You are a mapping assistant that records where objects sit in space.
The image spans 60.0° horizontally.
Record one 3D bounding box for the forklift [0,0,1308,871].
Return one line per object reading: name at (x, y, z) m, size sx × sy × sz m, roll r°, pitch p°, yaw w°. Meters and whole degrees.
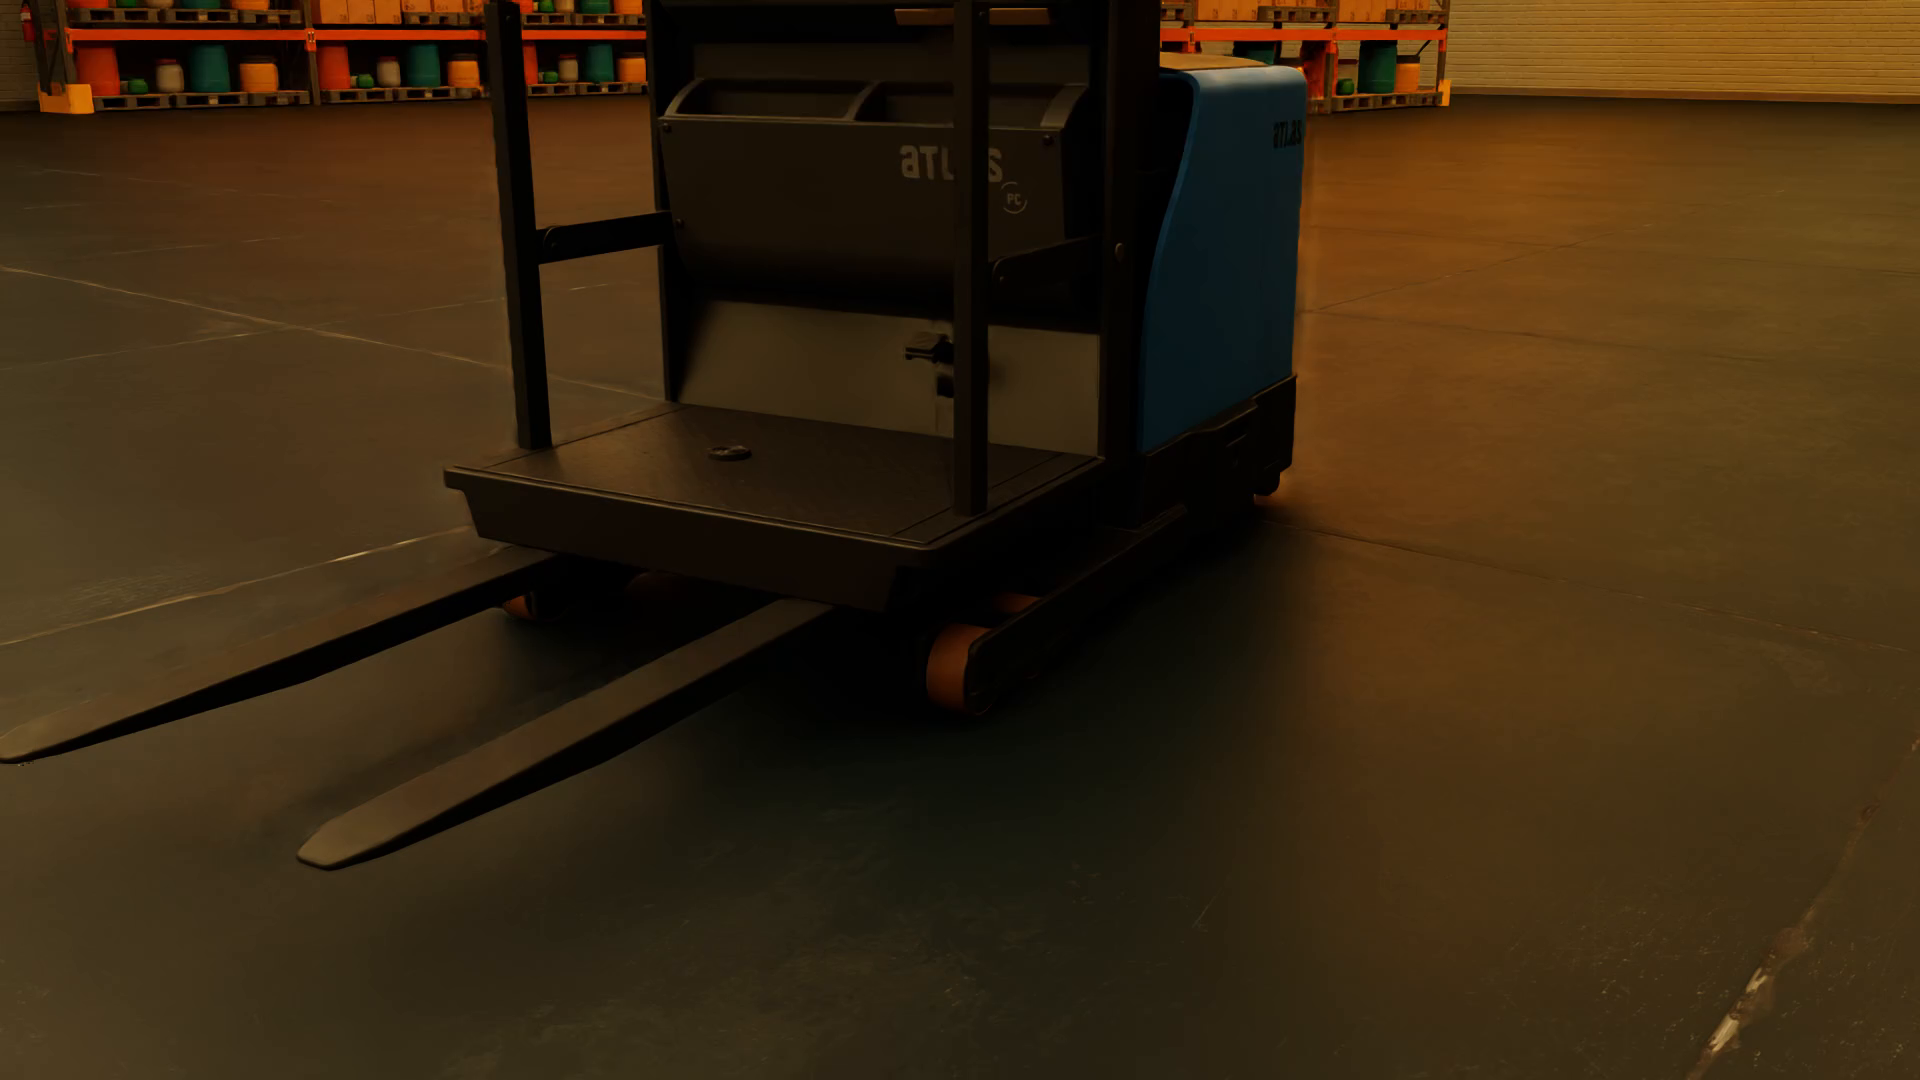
forklift at (-0.287, -1.241, 2.985) m, size 1.130 × 2.935 × 3.031 m, roll 9°, pitch 19°, yaw 28°
